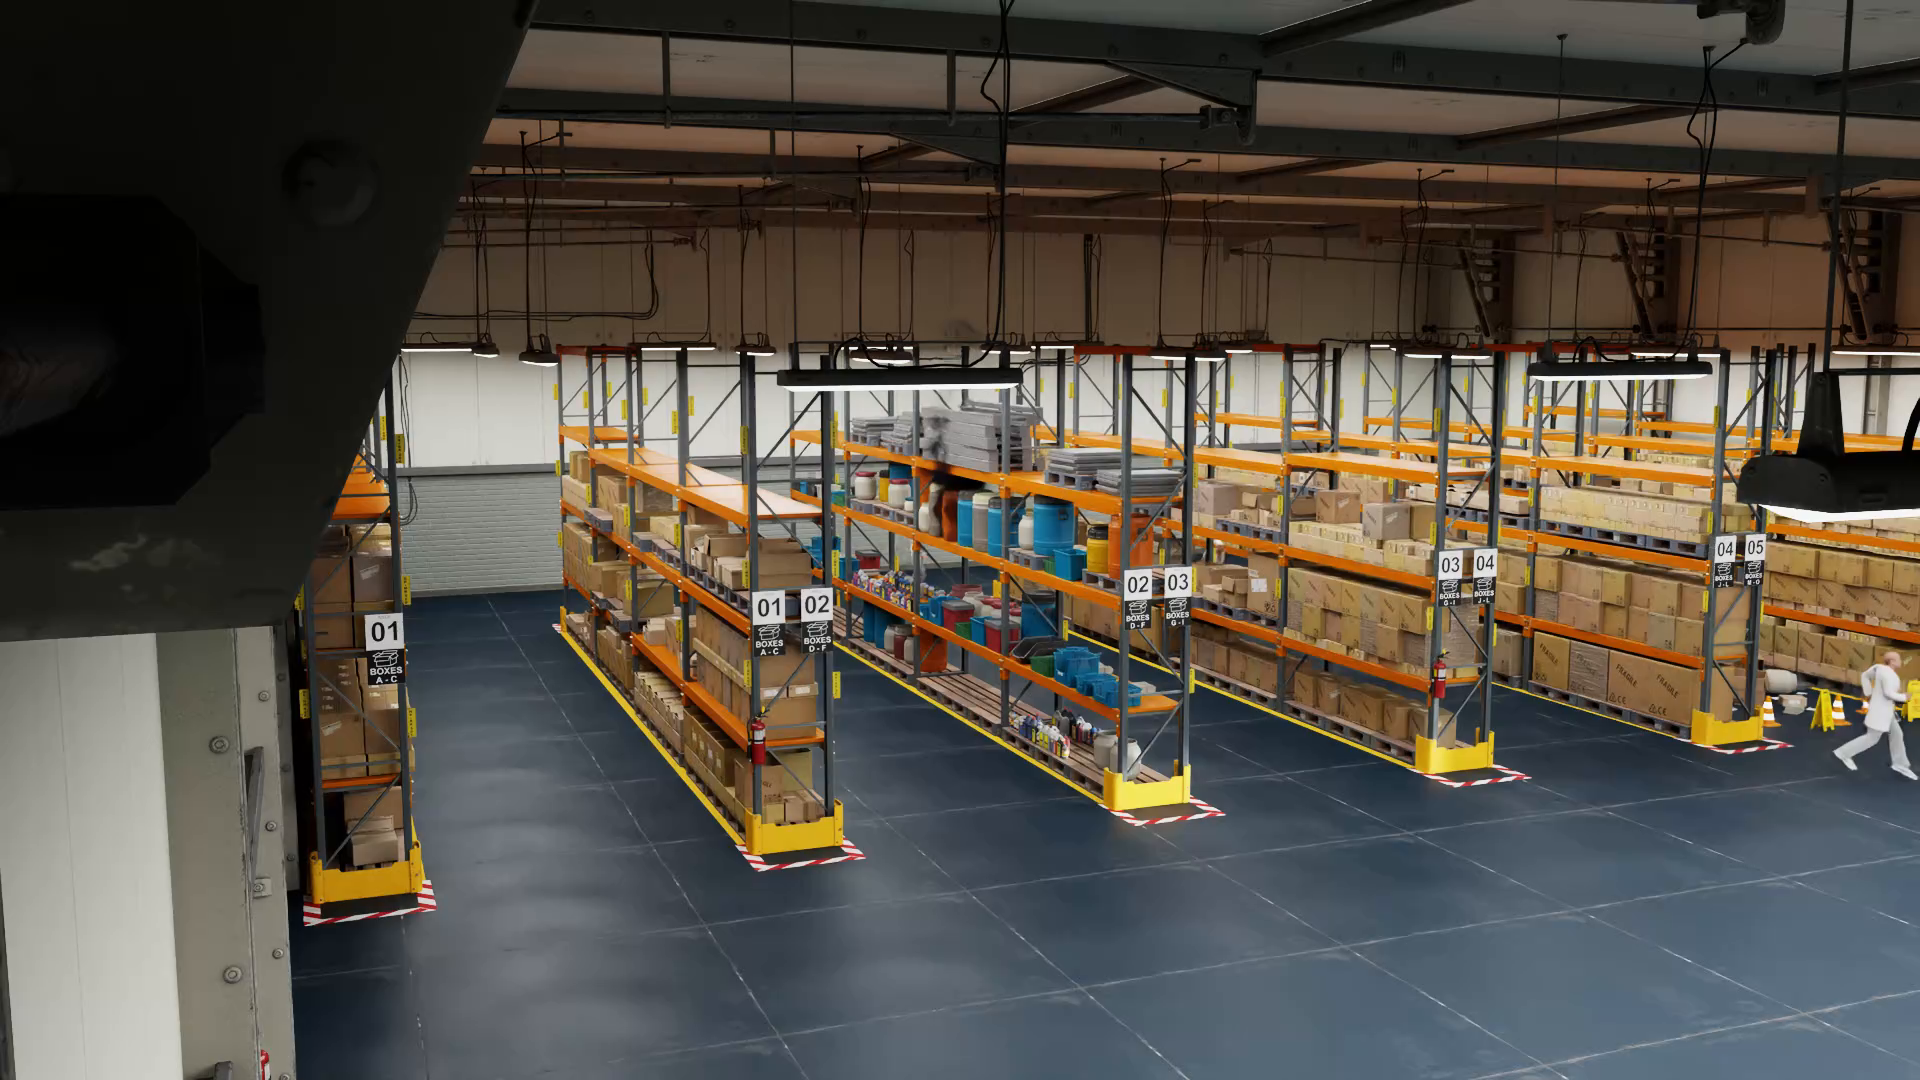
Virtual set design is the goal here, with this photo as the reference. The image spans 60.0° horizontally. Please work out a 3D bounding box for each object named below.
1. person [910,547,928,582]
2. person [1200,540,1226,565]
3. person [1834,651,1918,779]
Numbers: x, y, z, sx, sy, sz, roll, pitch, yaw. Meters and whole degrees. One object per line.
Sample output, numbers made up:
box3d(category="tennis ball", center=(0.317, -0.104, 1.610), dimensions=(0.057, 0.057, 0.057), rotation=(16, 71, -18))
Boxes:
box3d(category="person", center=(-1.054, 0.533, 39.626), dimensions=(0.567, 1.548, 0.535), rotation=(-1, 7, -6))
box3d(category="person", center=(5.575, 0.801, 37.040), dimensions=(0.666, 1.726, 0.973), rotation=(-5, 9, -33))
box3d(category="person", center=(13.040, 2.463, 23.588), dimensions=(1.088, 1.805, 0.740), rotation=(3, 8, 19))
